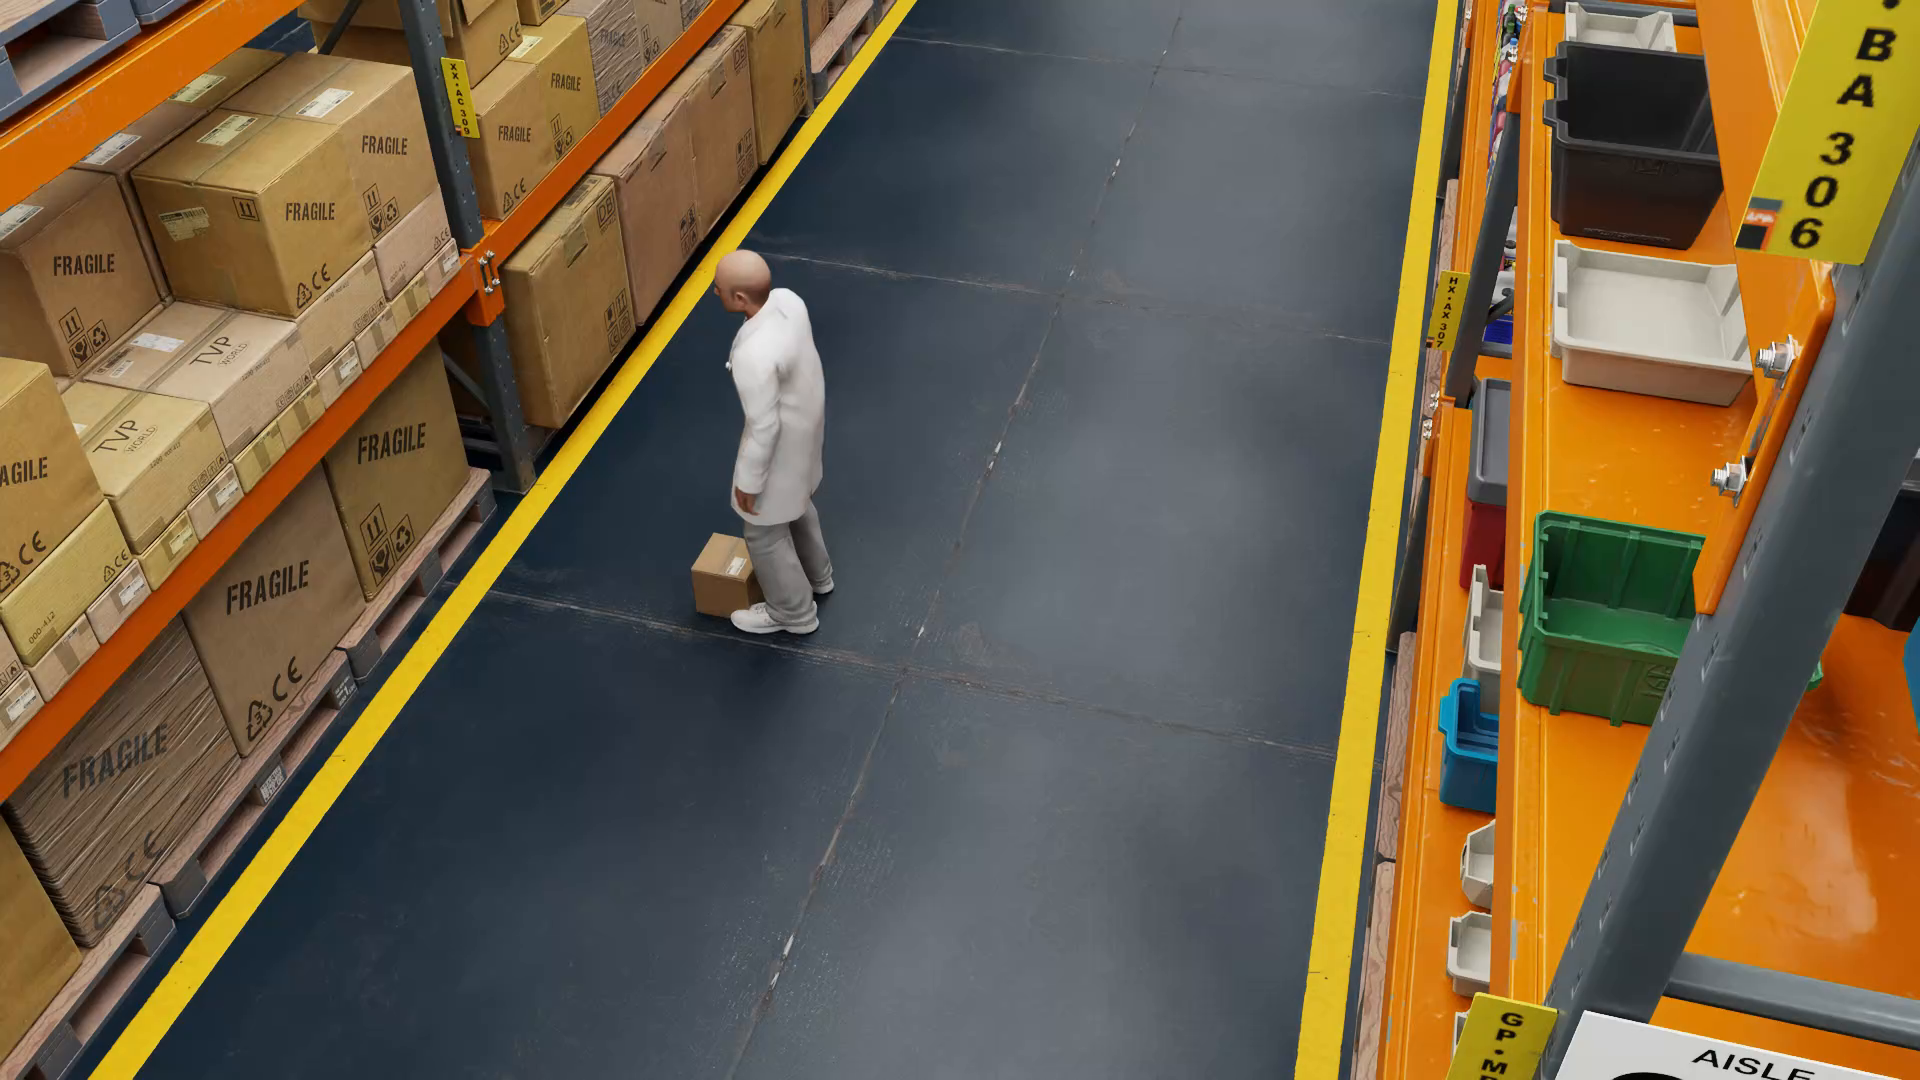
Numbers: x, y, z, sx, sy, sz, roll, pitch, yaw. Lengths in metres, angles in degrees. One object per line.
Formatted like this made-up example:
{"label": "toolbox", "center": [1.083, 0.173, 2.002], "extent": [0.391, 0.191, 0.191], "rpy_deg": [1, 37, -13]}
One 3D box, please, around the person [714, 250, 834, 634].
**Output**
{"label": "person", "center": [-0.744, -0.371, 6.604], "extent": [0.422, 1.774, 0.653], "rpy_deg": [8, 41, 9]}
